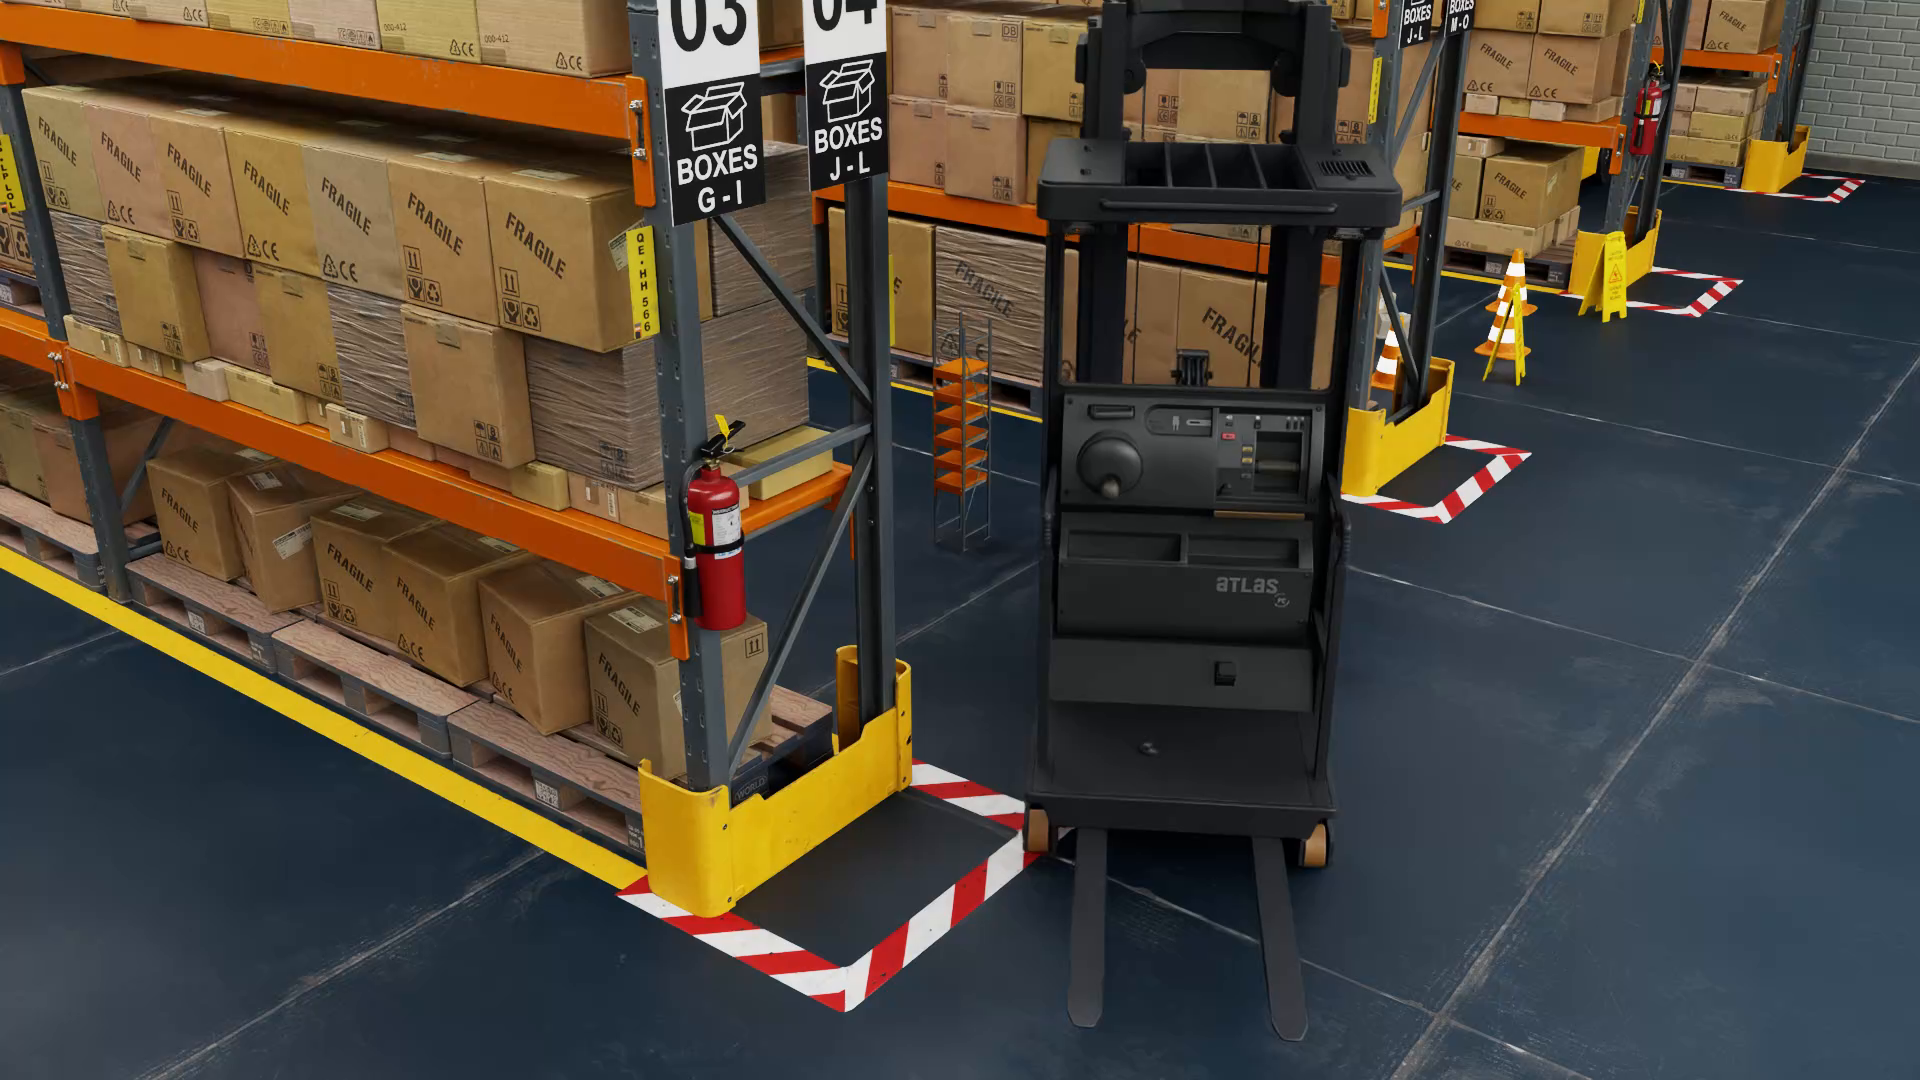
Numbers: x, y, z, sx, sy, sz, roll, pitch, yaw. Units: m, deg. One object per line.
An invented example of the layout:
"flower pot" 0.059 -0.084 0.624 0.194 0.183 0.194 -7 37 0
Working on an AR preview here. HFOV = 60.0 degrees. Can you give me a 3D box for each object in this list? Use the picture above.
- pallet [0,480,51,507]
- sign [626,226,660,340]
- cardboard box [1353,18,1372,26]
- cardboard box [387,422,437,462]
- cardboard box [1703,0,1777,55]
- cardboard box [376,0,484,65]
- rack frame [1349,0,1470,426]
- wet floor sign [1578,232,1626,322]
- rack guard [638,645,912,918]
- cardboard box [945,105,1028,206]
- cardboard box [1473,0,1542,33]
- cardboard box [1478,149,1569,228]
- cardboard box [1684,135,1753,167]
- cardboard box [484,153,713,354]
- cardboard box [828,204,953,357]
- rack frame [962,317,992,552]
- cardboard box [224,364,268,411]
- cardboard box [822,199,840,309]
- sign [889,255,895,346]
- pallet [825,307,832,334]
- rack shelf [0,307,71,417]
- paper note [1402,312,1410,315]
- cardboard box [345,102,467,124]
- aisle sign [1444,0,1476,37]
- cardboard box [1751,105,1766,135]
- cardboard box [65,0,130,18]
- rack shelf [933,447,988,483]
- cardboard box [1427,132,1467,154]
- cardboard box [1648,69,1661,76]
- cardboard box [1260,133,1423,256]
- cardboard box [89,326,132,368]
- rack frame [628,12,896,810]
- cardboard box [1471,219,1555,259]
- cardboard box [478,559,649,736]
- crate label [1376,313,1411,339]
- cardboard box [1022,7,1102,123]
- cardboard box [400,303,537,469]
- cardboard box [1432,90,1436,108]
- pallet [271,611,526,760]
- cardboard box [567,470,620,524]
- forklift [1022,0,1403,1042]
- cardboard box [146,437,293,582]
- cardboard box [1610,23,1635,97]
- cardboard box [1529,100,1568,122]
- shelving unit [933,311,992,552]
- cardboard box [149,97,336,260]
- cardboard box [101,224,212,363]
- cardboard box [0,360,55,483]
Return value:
"pallet" -5.395 -0.435 9.476 1.213 0.211 1.003 17 29 33
"sign" -0.939 -0.762 4.931 0.005 0.325 0.100 17 29 33
"cardboard box" 3.564 -4.057 13.744 0.500 0.500 0.500 17 29 34
"cardboard box" -1.952 -0.446 6.353 0.250 0.149 0.380 17 29 33
"cardboard box" 7.776 -5.141 16.575 0.500 0.500 0.500 16 28 32
"cardboard box" -1.529 -1.720 5.399 0.500 0.250 0.500 17 29 34
"rack frame" 2.466 -1.837 9.200 0.127 3.000 1.000 17 29 33
"wet floor sign" 4.864 -1.990 12.467 0.267 0.644 0.232 -15 28 -30
"rack guard" -0.651 0.864 6.169 0.348 0.500 1.175 17 29 33
"cardboard box" 0.383 -2.494 10.504 0.550 0.550 0.875 17 29 33
"cardboard box" 4.413 -4.276 13.002 0.500 0.500 0.700 17 29 34
"cardboard box" 4.556 -2.846 13.447 0.500 0.500 0.500 17 29 34
"cardboard box" 7.762 -4.007 17.013 0.500 0.250 0.500 17 29 34
"cardboard box" -1.178 -0.954 5.463 0.500 0.500 0.500 17 29 33
"cardboard box" -0.274 -1.850 11.343 0.875 0.875 0.875 17 29 34
"rack frame" 0.085 -0.523 8.450 0.006 1.200 0.240 17 29 33
"cardboard box" -2.784 -0.671 6.863 0.250 0.149 0.380 17 29 33
"cardboard box" -1.286 -2.088 12.039 0.750 0.750 1.050 17 29 33
"sign" -0.265 -0.833 5.846 0.005 0.325 0.100 17 29 33
"pallet" -1.398 -1.691 12.326 1.213 0.211 1.003 17 29 33
"rack shelf" -5.391 -1.383 9.062 4.000 0.370 1.077 17 29 33
"paper note" 3.403 -1.687 12.540 0.142 0.019 0.148 7 25 15
"cardboard box" -2.067 -1.485 6.666 0.500 0.500 0.500 17 29 33
"aisle sign" 2.702 -3.107 8.857 0.004 0.787 0.394 17 29 33
"cardboard box" 8.076 -4.405 17.296 0.500 0.250 0.500 17 29 34
"cardboard box" -3.158 -2.215 6.523 0.500 0.250 0.500 17 29 33
"rack shelf" 0.012 -0.395 8.566 0.180 0.103 0.258 17 29 33
"cardboard box" 4.023 -3.271 13.609 0.250 0.149 0.380 17 29 34
"cardboard box" 7.261 -4.874 17.741 0.500 0.250 0.500 17 29 33
"cardboard box" 2.142 -1.981 9.340 0.550 0.550 0.875 17 29 33
"cardboard box" -3.607 -0.900 7.384 0.250 0.149 0.380 17 29 33
"rack frame" -0.590 -0.262 5.623 0.127 3.000 1.000 17 29 33
"cardboard box" 4.526 -2.507 13.610 0.500 0.250 0.500 17 29 33
"cardboard box" -1.578 0.400 6.701 0.500 0.500 0.500 -17 29 -34
"crate label" 3.176 -1.566 12.135 0.298 0.136 0.250 3 24 6
"cardboard box" 0.828 -2.871 10.021 0.500 0.550 0.875 17 29 33
"cardboard box" -1.486 -0.668 6.052 0.500 0.500 0.875 17 29 33
"cardboard box" 3.861 -3.652 13.630 0.250 0.149 0.380 16 29 33
"pallet" -2.252 0.493 7.369 1.213 0.211 1.003 17 29 33
"cardboard box" -1.141 -0.210 5.817 0.250 0.149 0.380 17 29 33
"forklift" 0.815 -0.292 5.777 1.130 2.935 3.031 2 24 5
"cardboard box" -3.495 -0.168 7.989 0.500 0.500 0.500 16 28 32
"cardboard box" 5.141 -3.845 13.263 0.500 0.500 0.500 16 29 33
"cardboard box" 4.657 -3.391 13.037 0.250 0.149 0.380 16 29 33
"shelving unit" 0.012 -0.546 8.500 0.189 1.200 0.258 17 29 33
"cardboard box" -2.782 -1.436 6.556 0.500 0.500 0.500 17 29 33
"cardboard box" -3.089 -1.150 7.146 0.500 0.500 0.875 17 29 33
"cardboard box" -5.087 -0.698 9.169 0.500 0.500 0.700 14 27 29
